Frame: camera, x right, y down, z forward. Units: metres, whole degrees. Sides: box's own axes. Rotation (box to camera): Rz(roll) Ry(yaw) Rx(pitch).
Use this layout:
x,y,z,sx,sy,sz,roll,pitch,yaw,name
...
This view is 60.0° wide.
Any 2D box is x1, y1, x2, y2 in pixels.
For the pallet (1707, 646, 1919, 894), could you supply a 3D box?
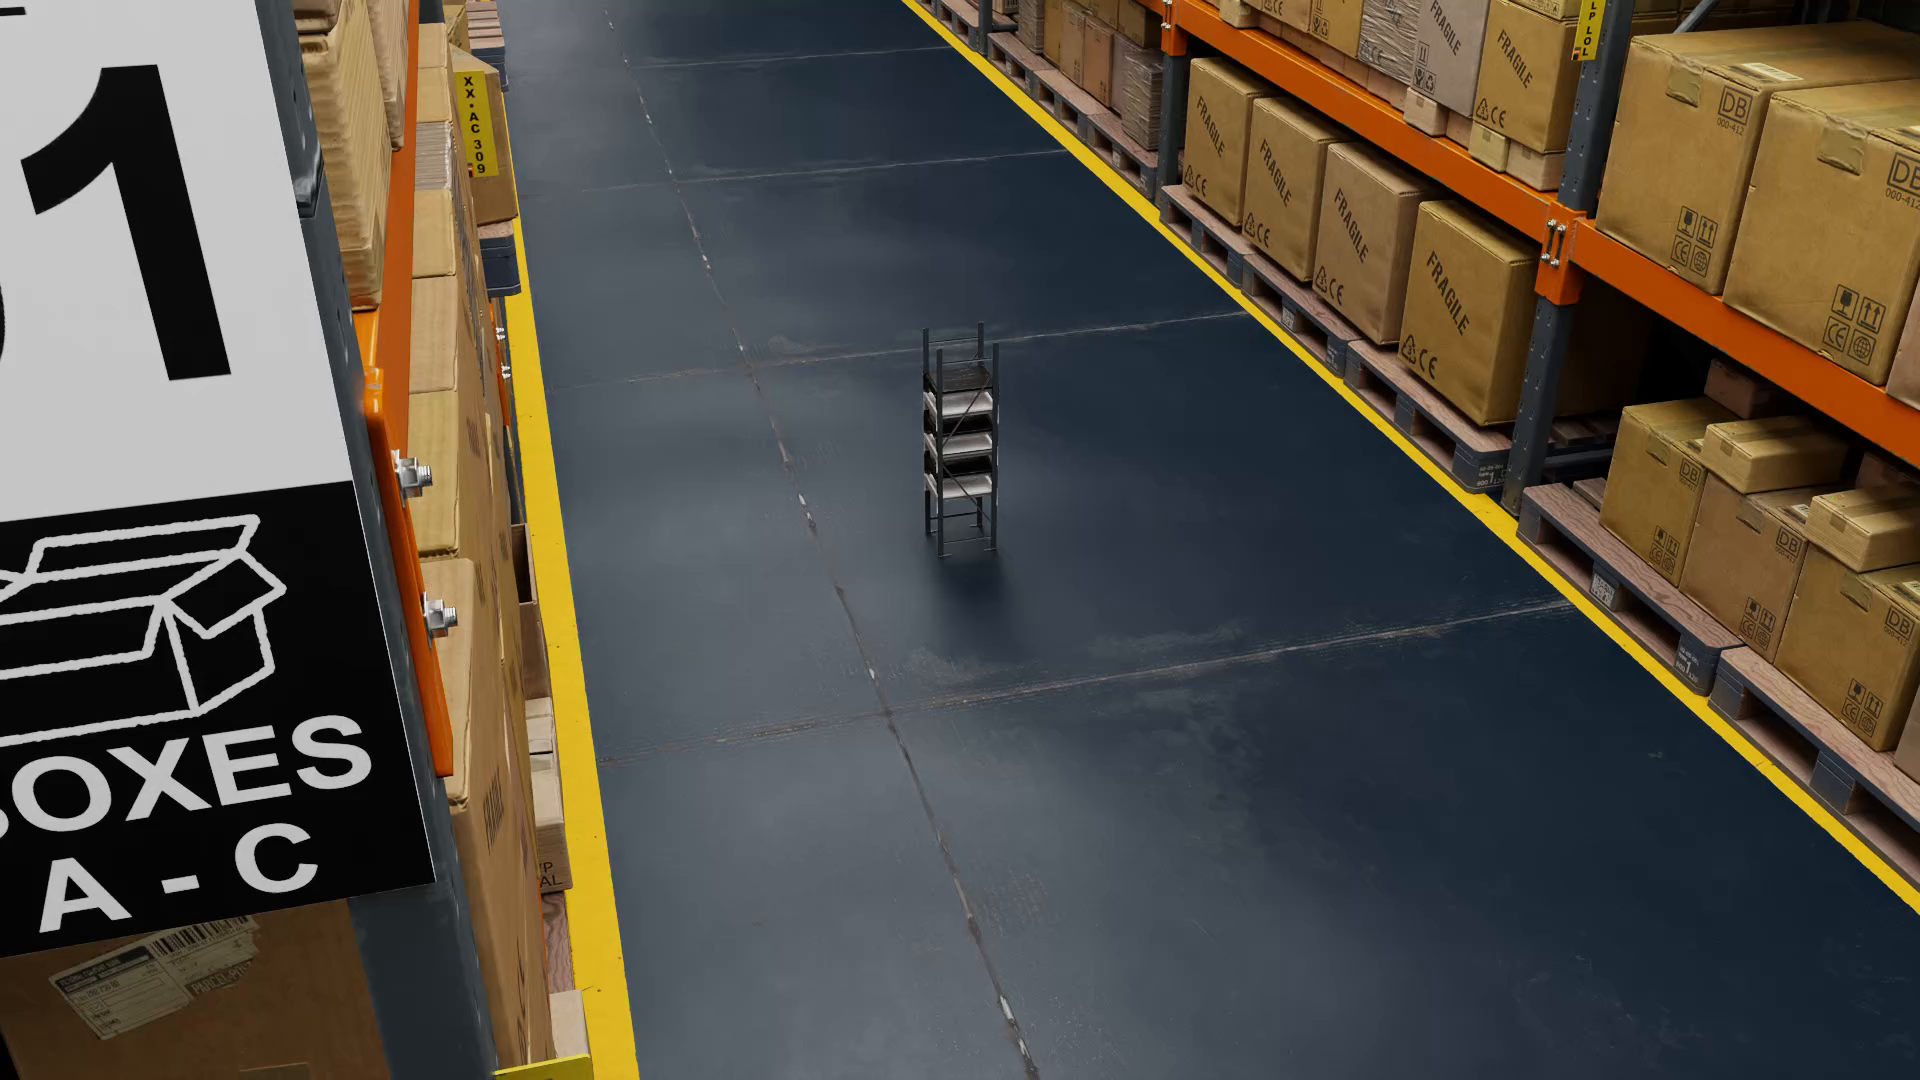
x,y,z,sx,sy,sz,roll,pitch,yaw,name
3.223,0.694,5.340,1.003,0.211,1.213,-8,31,-13,pallet

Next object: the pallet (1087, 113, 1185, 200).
x,y,z,sx,sy,sz,roll,pitch,yaw,name
1.502,-2.583,11.003,1.003,0.211,1.213,-8,31,-13,pallet

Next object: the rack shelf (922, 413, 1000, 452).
x,y,z,sx,sy,sz,roll,pitch,yaw,name
0.002,-0.435,6.489,0.258,0.077,0.200,-8,31,-13,rack shelf

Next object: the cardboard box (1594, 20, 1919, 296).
x,y,z,sx,sy,sz,roll,pitch,yaw,name
2.898,-1.346,5.782,0.980,0.700,0.700,-7,31,-13,cardboard box

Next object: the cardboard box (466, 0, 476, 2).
x,y,z,sx,sy,sz,roll,pitch,yaw,name
-3.745,-3.761,12.019,0.500,0.311,0.500,-8,31,-13,cardboard box

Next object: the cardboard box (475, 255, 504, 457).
x,y,z,sx,sy,sz,roll,pitch,yaw,name
-1.487,-0.407,4.360,0.500,0.500,0.500,-7,31,-12,cardboard box

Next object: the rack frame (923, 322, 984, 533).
x,y,z,sx,sy,sz,roll,pitch,yaw,name
-0.025,-0.435,6.603,0.240,0.900,0.006,-8,31,-13,rack frame

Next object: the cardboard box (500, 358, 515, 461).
x,y,z,sx,sy,sz,roll,pitch,yaw,name
-2.051,-0.451,6.591,0.500,0.500,0.500,-7,31,-13,cardboard box

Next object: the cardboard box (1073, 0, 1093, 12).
x,y,z,sx,sy,sz,roll,pitch,yaw,name
1.119,-3.961,11.907,0.500,0.250,0.500,-9,31,-15,cardboard box

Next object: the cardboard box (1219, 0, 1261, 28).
x,y,z,sx,sy,sz,roll,pitch,yaw,name
1.619,-2.860,8.928,0.380,0.149,0.250,-7,31,-12,cardboard box

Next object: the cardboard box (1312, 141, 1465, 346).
x,y,z,sx,sy,sz,roll,pitch,yaw,name
2.233,-1.458,8.001,0.750,0.750,0.750,-7,31,-12,cardboard box

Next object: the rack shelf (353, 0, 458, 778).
x,y,z,sx,sy,sz,roll,pitch,yaw,name
-1.475,-0.841,2.933,1.077,0.370,4.000,-8,31,-13,rack shelf

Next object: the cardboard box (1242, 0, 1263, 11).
x,y,z,sx,sy,sz,roll,pitch,yaw,name
1.720,-3.071,8.644,0.500,0.500,0.500,-7,31,-12,cardboard box

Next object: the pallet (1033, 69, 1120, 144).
x,y,z,sx,sy,sz,roll,pitch,yaw,name
1.182,-3.172,12.019,1.003,0.211,1.213,-8,31,-13,pallet

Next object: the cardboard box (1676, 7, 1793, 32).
x,y,z,sx,sy,sz,roll,pitch,yaw,name
2.890,-1.917,6.651,0.500,0.500,0.500,-9,31,-15,cardboard box

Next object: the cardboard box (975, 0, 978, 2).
x,y,z,sx,sy,sz,roll,pitch,yaw,name
0.332,-4.949,14.362,0.500,0.500,0.500,-10,32,-17,cardboard box

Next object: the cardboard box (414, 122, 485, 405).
x,y,z,sx,sy,sz,roll,pitch,yaw,name
-1.350,-0.596,3.687,0.500,0.500,0.500,-8,31,-13,cardboard box

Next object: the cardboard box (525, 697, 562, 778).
x,y,z,sx,sy,sz,roll,pitch,yaw,name
-1.423,0.634,5.067,0.380,0.149,0.250,-8,31,-13,cardboard box

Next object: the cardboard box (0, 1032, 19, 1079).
x,y,z,sx,sy,sz,roll,pitch,yaw,name
-1.327,0.457,1.868,0.500,0.500,0.500,-8,31,-14,cardboard box

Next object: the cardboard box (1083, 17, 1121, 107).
x,y,z,sx,sy,sz,roll,pitch,yaw,name
1.283,-3.363,11.621,0.700,0.500,0.500,-8,31,-14,cardboard box

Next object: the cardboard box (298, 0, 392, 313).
x,y,z,sx,sy,sz,roll,pitch,yaw,name
-0.835,-0.404,1.608,0.500,0.250,0.500,-8,31,-13,cardboard box

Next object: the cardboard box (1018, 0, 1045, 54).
x,y,z,sx,sy,sz,roll,pitch,yaw,name
0.858,-4.100,12.895,0.700,0.500,0.500,-7,31,-12,cardboard box

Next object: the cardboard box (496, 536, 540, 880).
x,y,z,sx,sy,sz,roll,pitch,yaw,name
-1.080,0.328,3.090,0.500,0.500,0.500,-8,31,-13,cardboard box

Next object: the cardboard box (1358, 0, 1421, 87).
x,y,z,sx,sy,sz,roll,pitch,yaw,name
2.134,-2.340,7.381,0.500,0.500,0.500,-8,31,-13,cardboard box

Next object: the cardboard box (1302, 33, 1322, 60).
x,y,z,sx,sy,sz,roll,pitch,yaw,name
1.940,-2.505,8.314,0.380,0.149,0.250,-7,31,-13,cardboard box

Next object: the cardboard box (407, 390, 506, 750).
x,y,z,sx,sy,sz,roll,pitch,yaw,name
-0.953,0.135,2.425,0.500,0.500,0.500,-8,31,-13,cardboard box

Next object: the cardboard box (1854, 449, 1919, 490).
x,y,z,sx,sy,sz,roll,pitch,yaw,name
3.234,-0.202,5.533,0.380,0.149,0.250,-9,31,-15,cardboard box

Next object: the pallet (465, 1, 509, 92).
x,y,z,sx,sy,sz,roll,pitch,yaw,name
-2.820,-2.351,8.009,1.213,0.211,1.003,-8,31,-13,pallet

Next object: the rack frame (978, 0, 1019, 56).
x,y,z,sx,sy,sz,roll,pitch,yaw,name
0.646,-5.345,12.989,1.000,3.000,0.127,-8,31,-13,rack frame

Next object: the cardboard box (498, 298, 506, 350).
x,y,z,sx,sy,sz,roll,pitch,yaw,name
-2.456,-1.190,7.868,0.500,0.500,0.500,-9,31,-15,cardboard box

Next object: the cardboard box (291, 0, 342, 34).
x,y,z,sx,sy,sz,roll,pitch,yaw,name
-0.829,-0.621,1.485,0.500,0.250,0.500,-8,31,-13,cardboard box

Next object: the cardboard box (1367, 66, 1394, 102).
x,y,z,sx,sy,sz,roll,pitch,yaw,name
2.112,-2.126,7.659,0.380,0.149,0.250,-9,31,-15,cardboard box

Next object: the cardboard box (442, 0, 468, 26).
x,y,z,sx,sy,sz,roll,pitch,yaw,name
-2.791,-2.688,7.881,0.700,0.500,0.500,-19,35,-30,cardboard box

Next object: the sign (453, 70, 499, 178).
x,y,z,sx,sy,sz,roll,pitch,yaw,name
-1.484,-1.271,5.087,0.100,0.325,0.005,-8,31,-13,sign

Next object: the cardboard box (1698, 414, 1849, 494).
x,y,z,sx,sy,sz,roll,pitch,yaw,name
2.784,-0.297,5.697,0.380,0.149,0.250,-7,31,-12,cardboard box

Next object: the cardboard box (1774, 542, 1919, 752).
x,y,z,sx,sy,sz,roll,pitch,yaw,name
3.133,0.285,5.339,0.700,0.500,0.500,-7,31,-12,cardboard box

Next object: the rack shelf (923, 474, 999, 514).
x,y,z,sx,sy,sz,roll,pitch,yaw,name
0.002,-0.201,6.625,0.258,0.077,0.200,-8,31,-13,rack shelf

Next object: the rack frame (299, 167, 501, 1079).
x,y,z,sx,sy,sz,roll,pitch,yaw,name
-0.944,1.112,1.835,1.000,3.000,0.127,-8,31,-13,rack frame

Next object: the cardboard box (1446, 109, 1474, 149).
x,y,z,sx,sy,sz,roll,pitch,yaw,name
2.292,-1.756,7.021,0.380,0.149,0.250,-7,31,-12,cardboard box

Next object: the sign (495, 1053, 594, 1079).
x,y,z,sx,sy,sz,roll,pitch,yaw,name
-0.421,0.665,1.743,0.100,0.325,0.005,-8,31,-13,sign

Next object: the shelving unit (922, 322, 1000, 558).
x,y,z,sx,sy,sz,roll,pitch,yaw,name
0.002,-0.386,6.518,0.258,0.900,0.210,-8,31,-13,shelving unit

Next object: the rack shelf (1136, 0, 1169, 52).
x,y,z,sx,sy,sz,roll,pitch,yaw,name
1.177,-4.067,11.501,1.077,0.370,4.000,-8,31,-13,rack shelf
